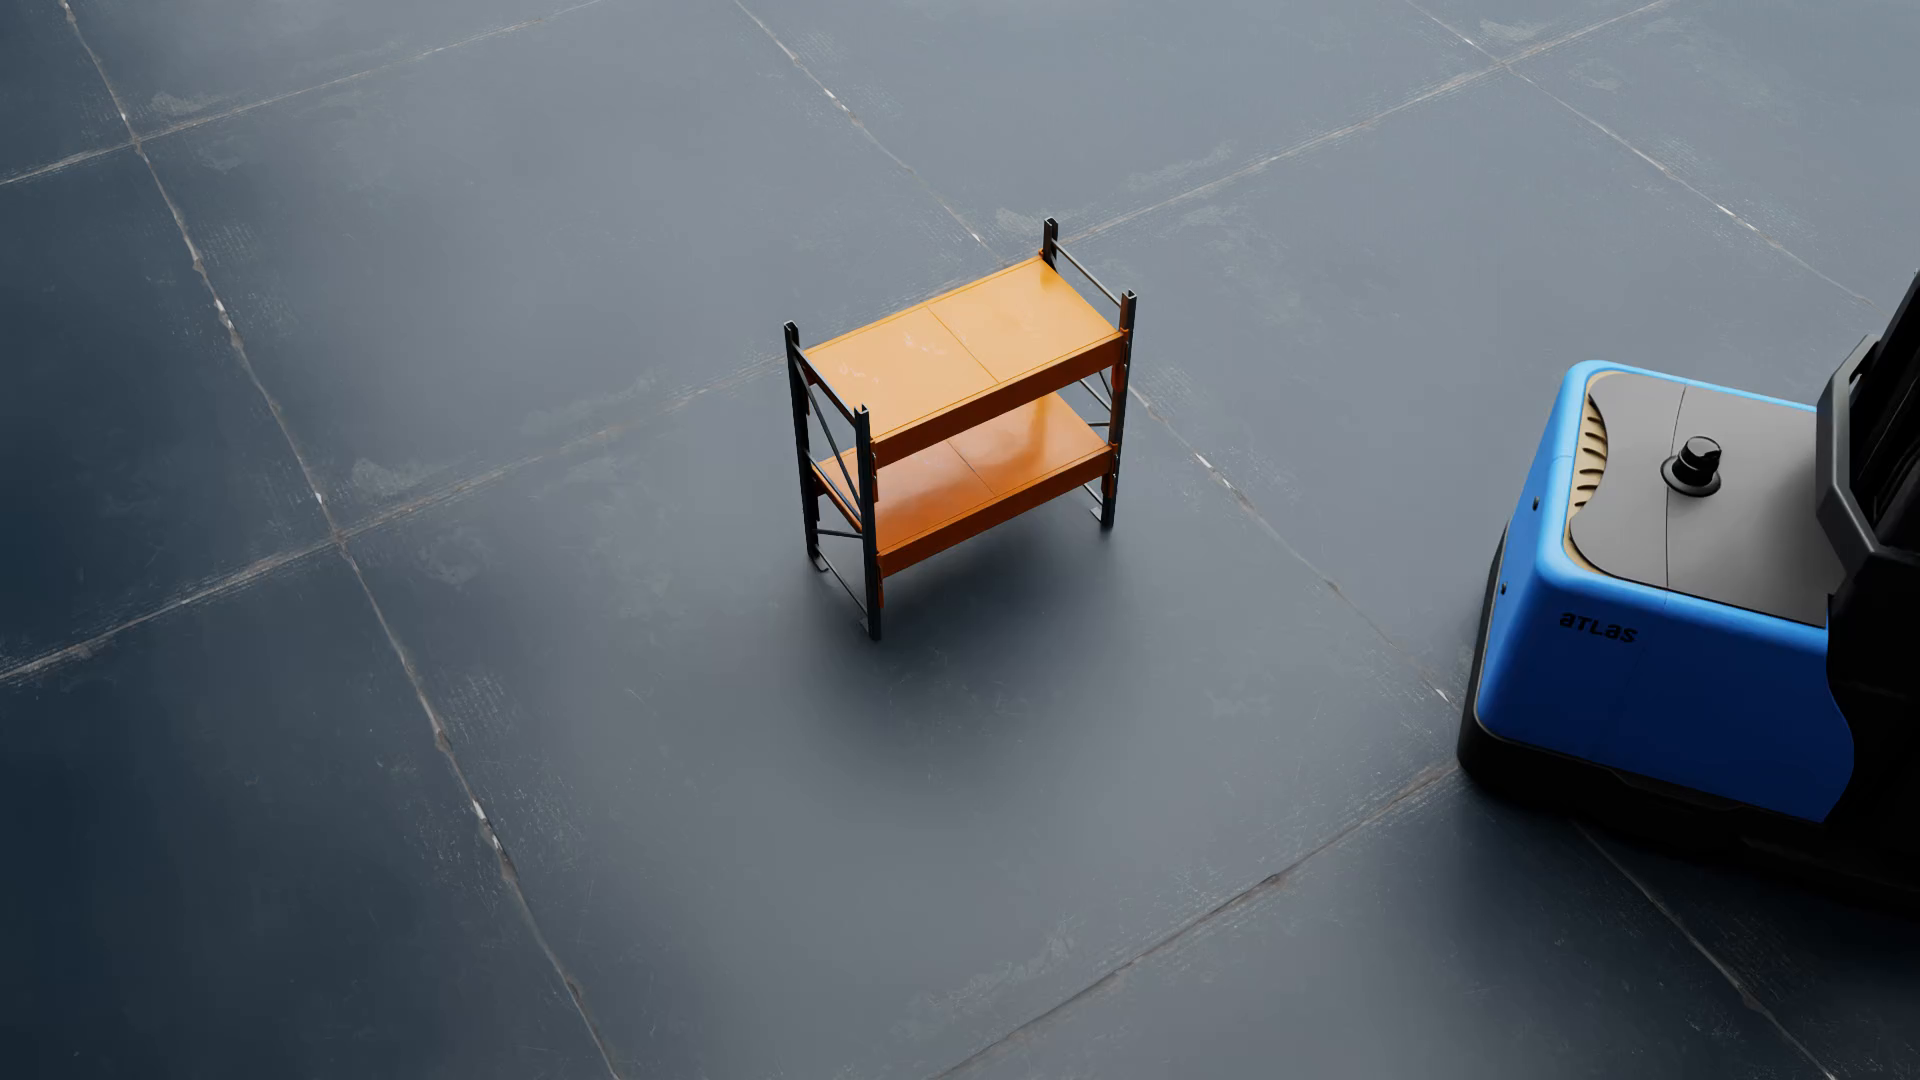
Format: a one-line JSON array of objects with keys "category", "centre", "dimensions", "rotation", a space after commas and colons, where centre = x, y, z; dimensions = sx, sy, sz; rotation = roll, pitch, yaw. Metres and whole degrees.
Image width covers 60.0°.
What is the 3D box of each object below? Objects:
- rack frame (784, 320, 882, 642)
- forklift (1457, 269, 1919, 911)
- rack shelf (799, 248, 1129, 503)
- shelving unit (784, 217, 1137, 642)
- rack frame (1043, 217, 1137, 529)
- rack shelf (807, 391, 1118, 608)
[{"category": "rack frame", "centre": [-0.424, -0.174, 5.652], "dimensions": [0.032, 1.125, 0.500], "rotation": [-25, 53, -21]}, {"category": "forklift", "centre": [3.222, -0.151, 4.422], "dimensions": [3.031, 2.935, 1.130], "rotation": [15, 50, 13]}, {"category": "rack shelf", "centre": [0.006, -0.571, 5.614], "dimensions": [1.000, 0.278, 0.538], "rotation": [-25, 53, -21]}, {"category": "shelving unit", "centre": [0.006, -0.377, 5.832], "dimensions": [1.048, 1.125, 0.538], "rotation": [-25, 53, -21]}, {"category": "rack frame", "centre": [0.436, -0.579, 6.013], "dimensions": [0.032, 1.125, 0.500], "rotation": [-25, 53, -21]}, {"category": "rack shelf", "centre": [0.006, -0.214, 6.015], "dimensions": [1.000, 0.278, 0.538], "rotation": [-25, 53, -21]}]
